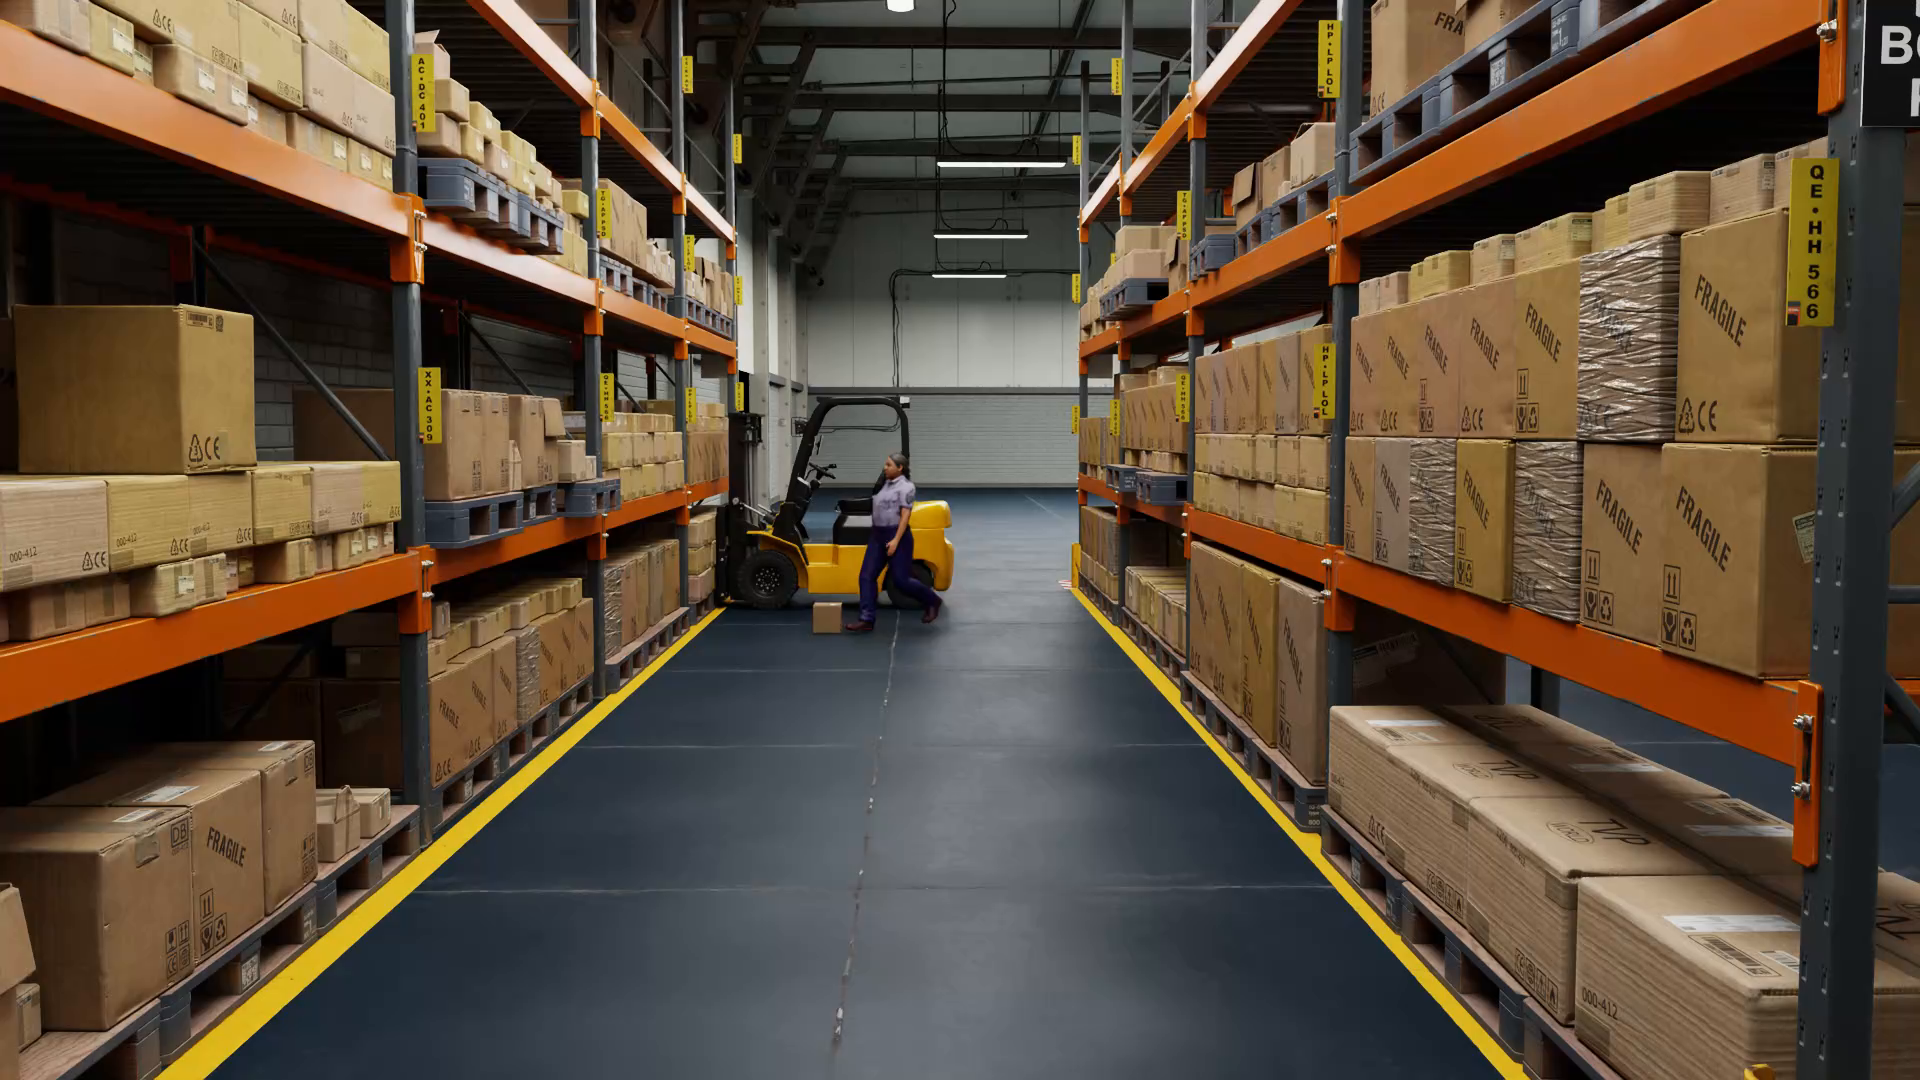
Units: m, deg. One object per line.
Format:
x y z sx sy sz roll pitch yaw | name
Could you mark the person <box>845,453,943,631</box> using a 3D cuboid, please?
-0.613 0.017 15.028 0.898 1.602 0.482 -3 5 -39 | person
